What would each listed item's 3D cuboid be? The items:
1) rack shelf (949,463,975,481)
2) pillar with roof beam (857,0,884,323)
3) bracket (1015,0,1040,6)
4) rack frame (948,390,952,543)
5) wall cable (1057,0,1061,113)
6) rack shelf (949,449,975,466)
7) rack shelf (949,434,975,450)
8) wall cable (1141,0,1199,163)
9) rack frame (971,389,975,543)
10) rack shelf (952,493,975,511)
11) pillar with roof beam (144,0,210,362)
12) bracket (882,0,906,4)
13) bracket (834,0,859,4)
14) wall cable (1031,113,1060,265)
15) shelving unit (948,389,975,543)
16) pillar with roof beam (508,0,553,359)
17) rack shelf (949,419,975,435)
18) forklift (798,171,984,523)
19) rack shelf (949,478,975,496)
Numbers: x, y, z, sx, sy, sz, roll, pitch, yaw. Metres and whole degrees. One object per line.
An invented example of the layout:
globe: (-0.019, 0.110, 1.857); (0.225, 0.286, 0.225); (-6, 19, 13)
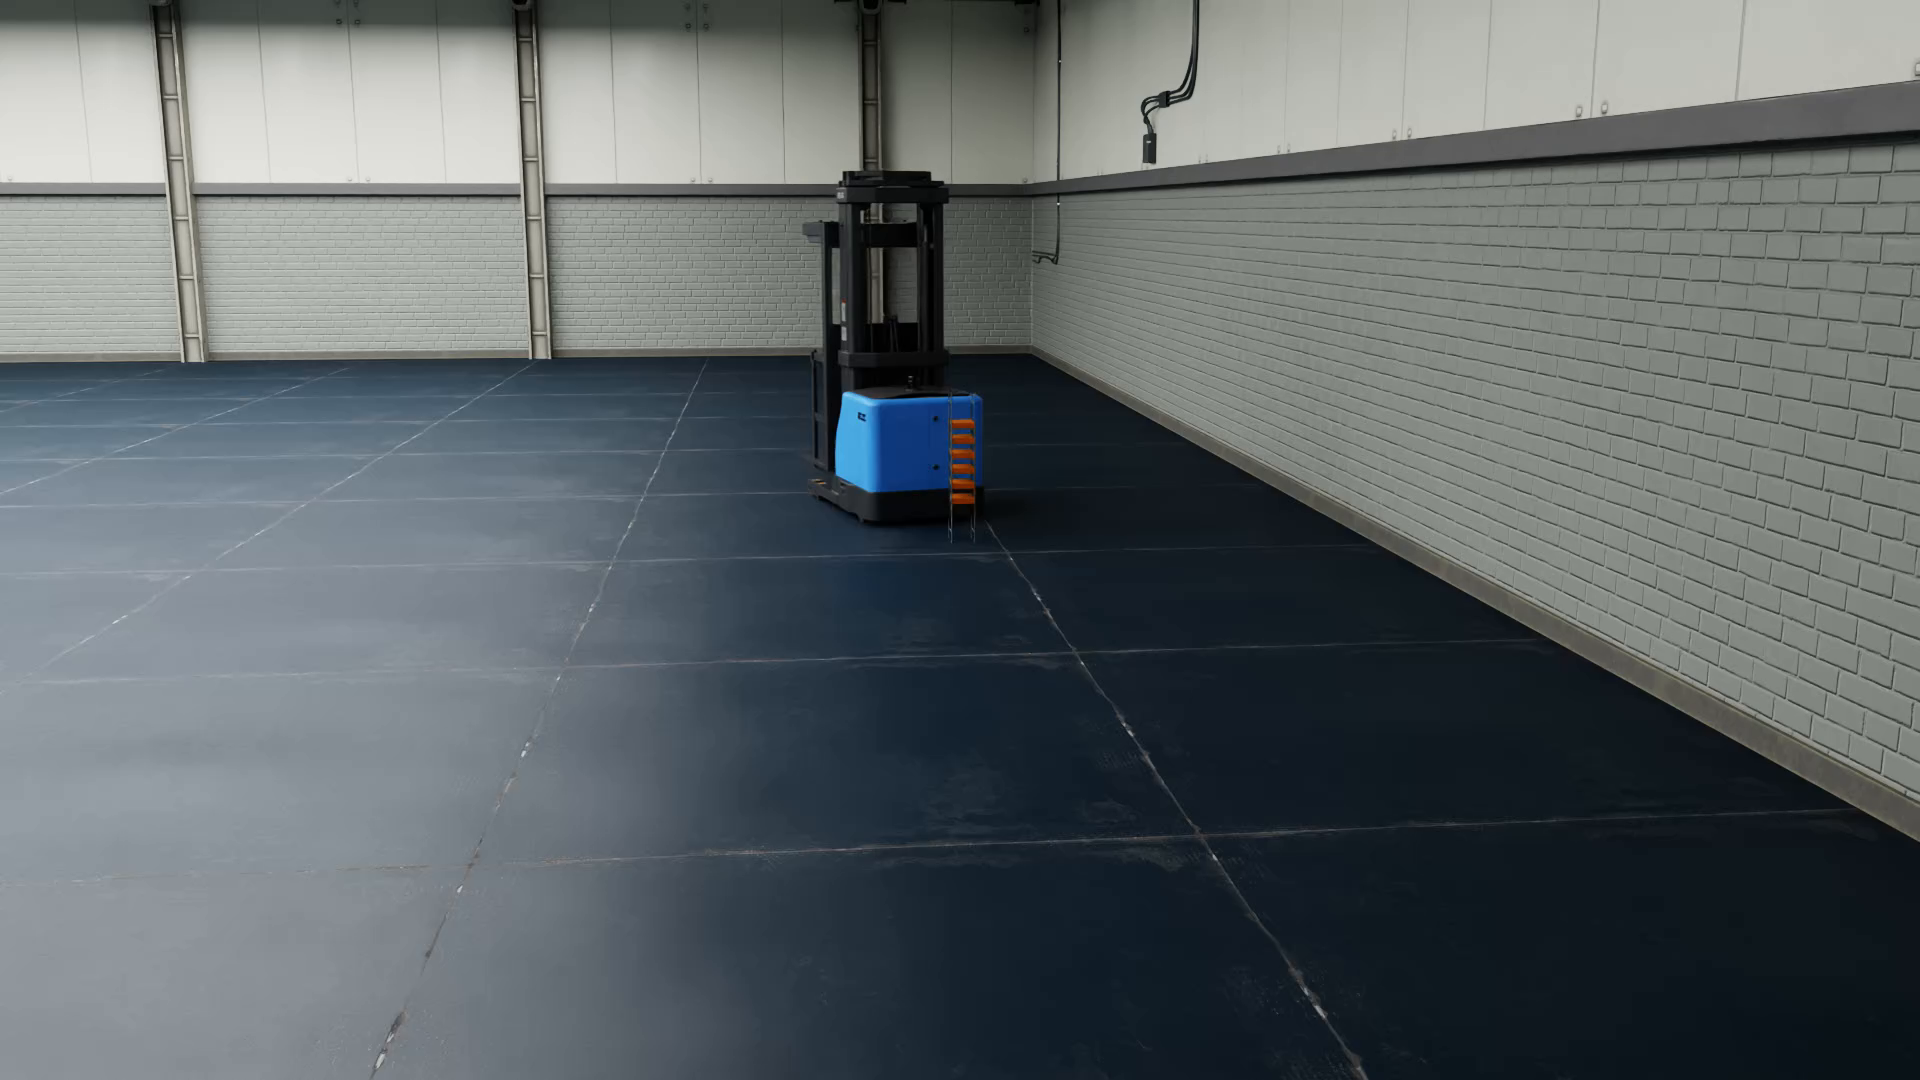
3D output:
rack shelf: (0.014, -0.545, 13.262); (0.180, 0.103, 0.258); (-1, 11, -6)
pillar with roof beam: (-1.151, -7.006, 25.677); (0.548, 9.000, 9.100); (-1, 11, -6)
bracket: (1.191, -9.588, 29.478); (0.430, 0.232, 0.235); (-1, 11, -6)
rack frame: (-0.077, -0.587, 13.244); (0.006, 1.200, 0.240); (-1, 11, -6)
wall cable: (1.748, -8.075, 26.072); (0.112, 2.526, 3.097); (-1, 11, -6)
rack shelf: (0.014, -0.663, 13.239); (0.180, 0.103, 0.258); (-1, 11, -6)
rack shelf: (0.014, -0.781, 13.216); (0.180, 0.103, 0.258); (-1, 11, -6)
wall cable: (2.465, -7.487, 19.308); (0.169, 6.003, 2.305); (-1, 11, -6)
rack frame: (0.105, -0.591, 13.263); (0.006, 1.200, 0.240); (-1, 11, -6)
rack shelf: (0.014, -0.310, 13.309); (0.180, 0.103, 0.258); (-1, 11, -6)
pillar with roof beam: (-13.081, -6.756, 24.406); (0.548, 9.000, 9.100); (-1, 11, -6)
bracket: (-1.165, -9.538, 29.227); (0.430, 0.232, 0.235); (-1, 11, -6)
bracket: (-1.990, -9.521, 29.139); (0.430, 0.232, 0.235); (-1, 11, -6)
wall cable: (1.456, -6.116, 29.198); (0.112, 2.526, 3.097); (-1, 11, -6)
shelving unit: (0.014, -0.589, 13.254); (0.189, 1.200, 0.258); (-1, 11, -6)
pillar with roof beam: (-7.116, -6.881, 25.041); (0.548, 9.000, 9.100); (-1, 11, -6)
rack shelf: (0.014, -0.899, 13.193); (0.180, 0.103, 0.258); (-1, 11, -6)
forklift: (-0.775, -1.826, 15.059); (1.130, 2.935, 3.031); (-4, 12, -20)
rack shelf: (0.014, -0.428, 13.286); (0.180, 0.103, 0.258); (-1, 11, -6)
